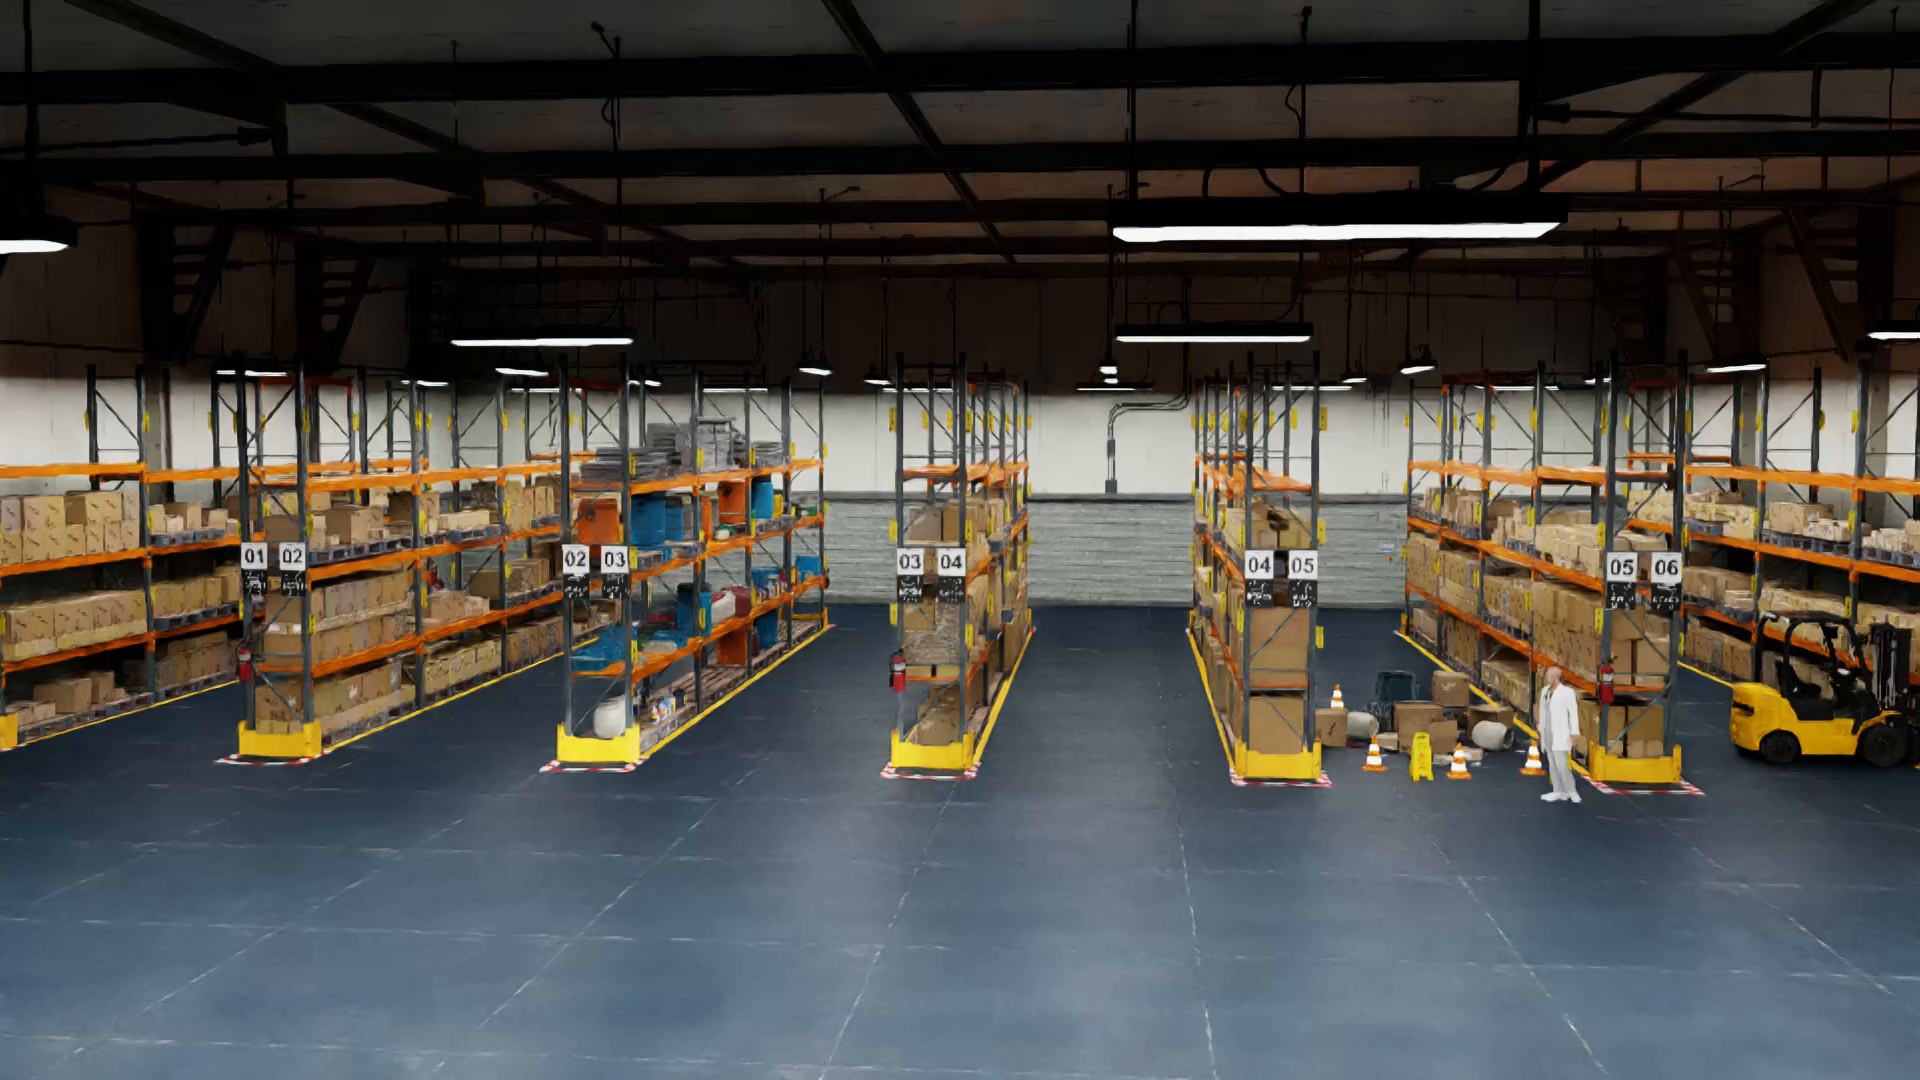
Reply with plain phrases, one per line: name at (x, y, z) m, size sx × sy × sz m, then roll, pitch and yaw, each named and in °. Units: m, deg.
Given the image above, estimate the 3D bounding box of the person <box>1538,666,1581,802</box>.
person at (7.884, 2.536, 21.885) m, size 0.454 × 1.745 × 0.687 m, roll -2°, pitch 5°, yaw -27°

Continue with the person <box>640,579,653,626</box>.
person at (-7.203, 1.423, 38.311) m, size 0.384 × 1.678 × 0.590 m, roll 0°, pitch 4°, yaw -5°

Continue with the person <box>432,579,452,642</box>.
person at (-11.539, 1.603, 36.982) m, size 0.414 × 1.517 × 1.036 m, roll 1°, pitch 4°, yaw 8°

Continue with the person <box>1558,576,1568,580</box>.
person at (13.873, 1.391, 38.357) m, size 0.620 × 1.790 × 0.772 m, roll 0°, pitch 4°, yaw -1°
